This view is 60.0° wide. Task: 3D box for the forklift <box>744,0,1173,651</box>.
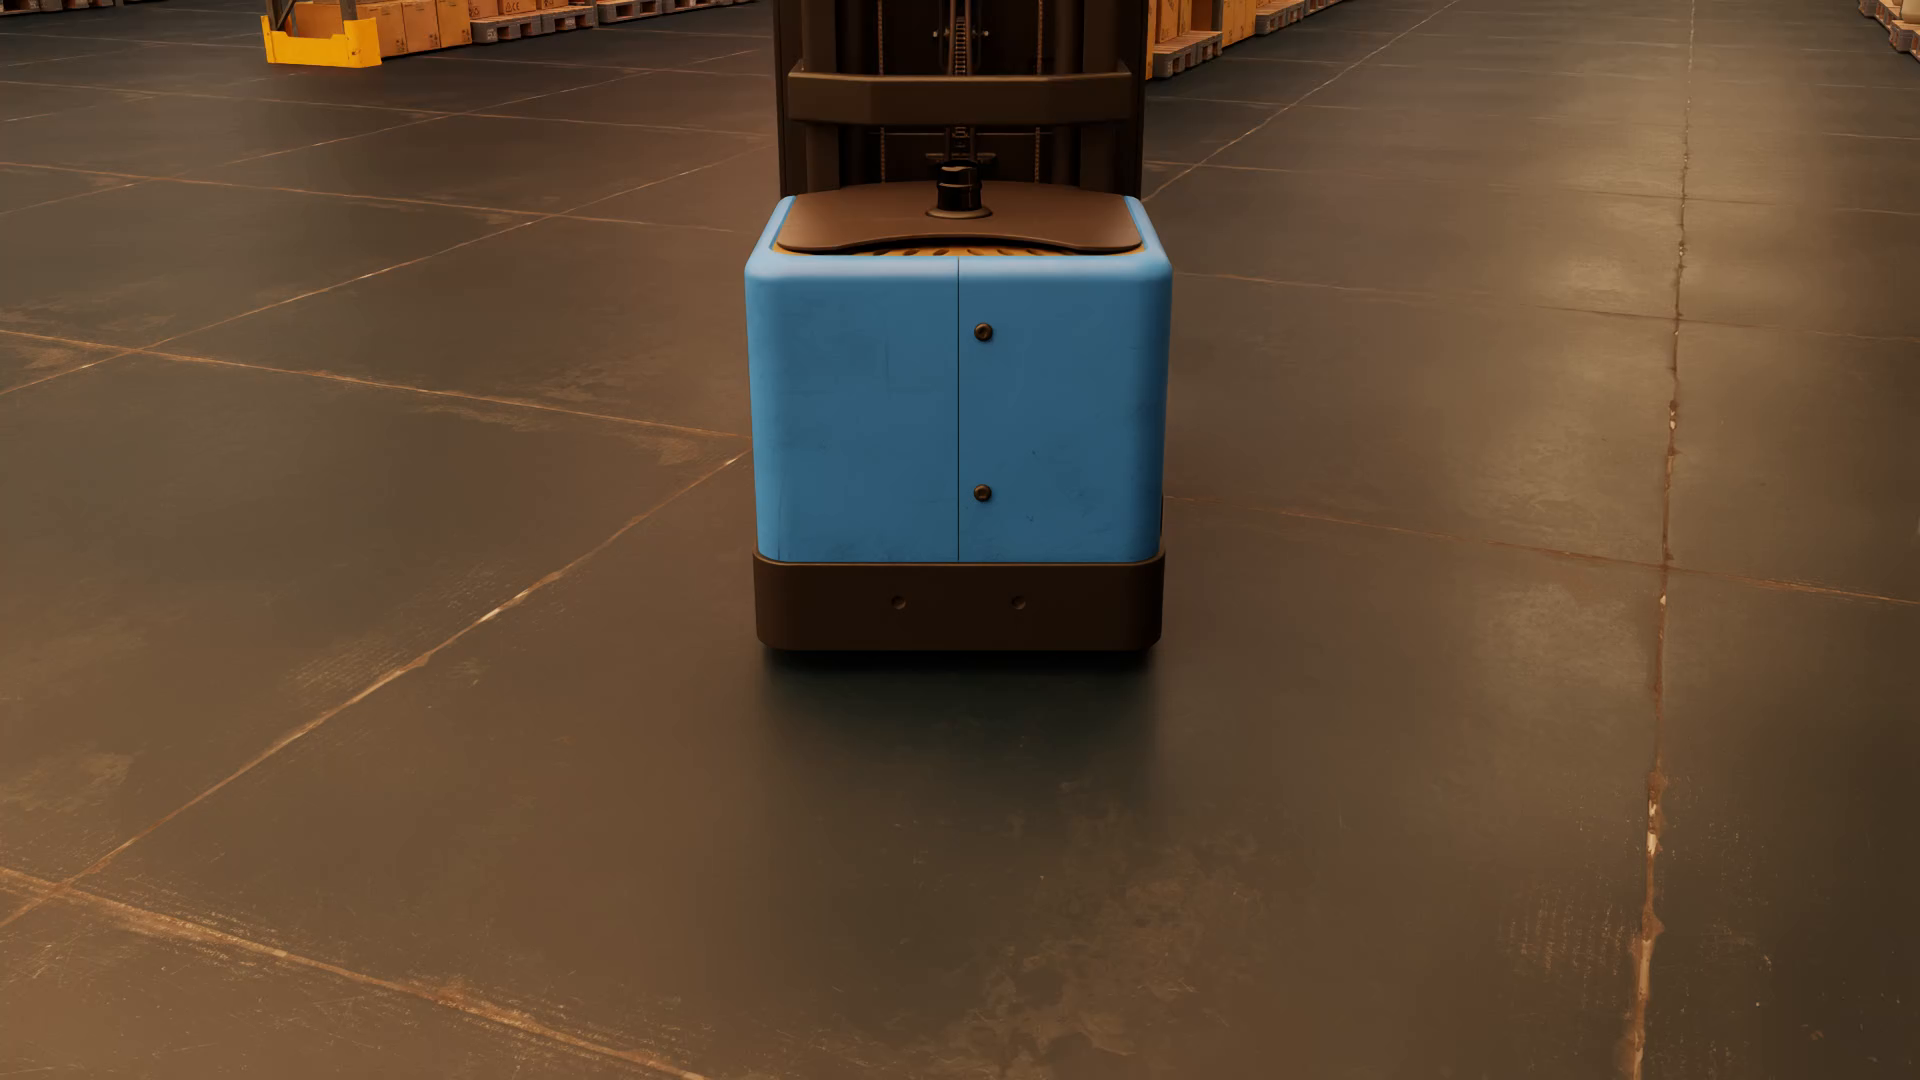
[{"bbox_3d":[0.002,-1.587,5.089,1.130,2.935,3.031,0,23,0],"label":"forklift"}]
